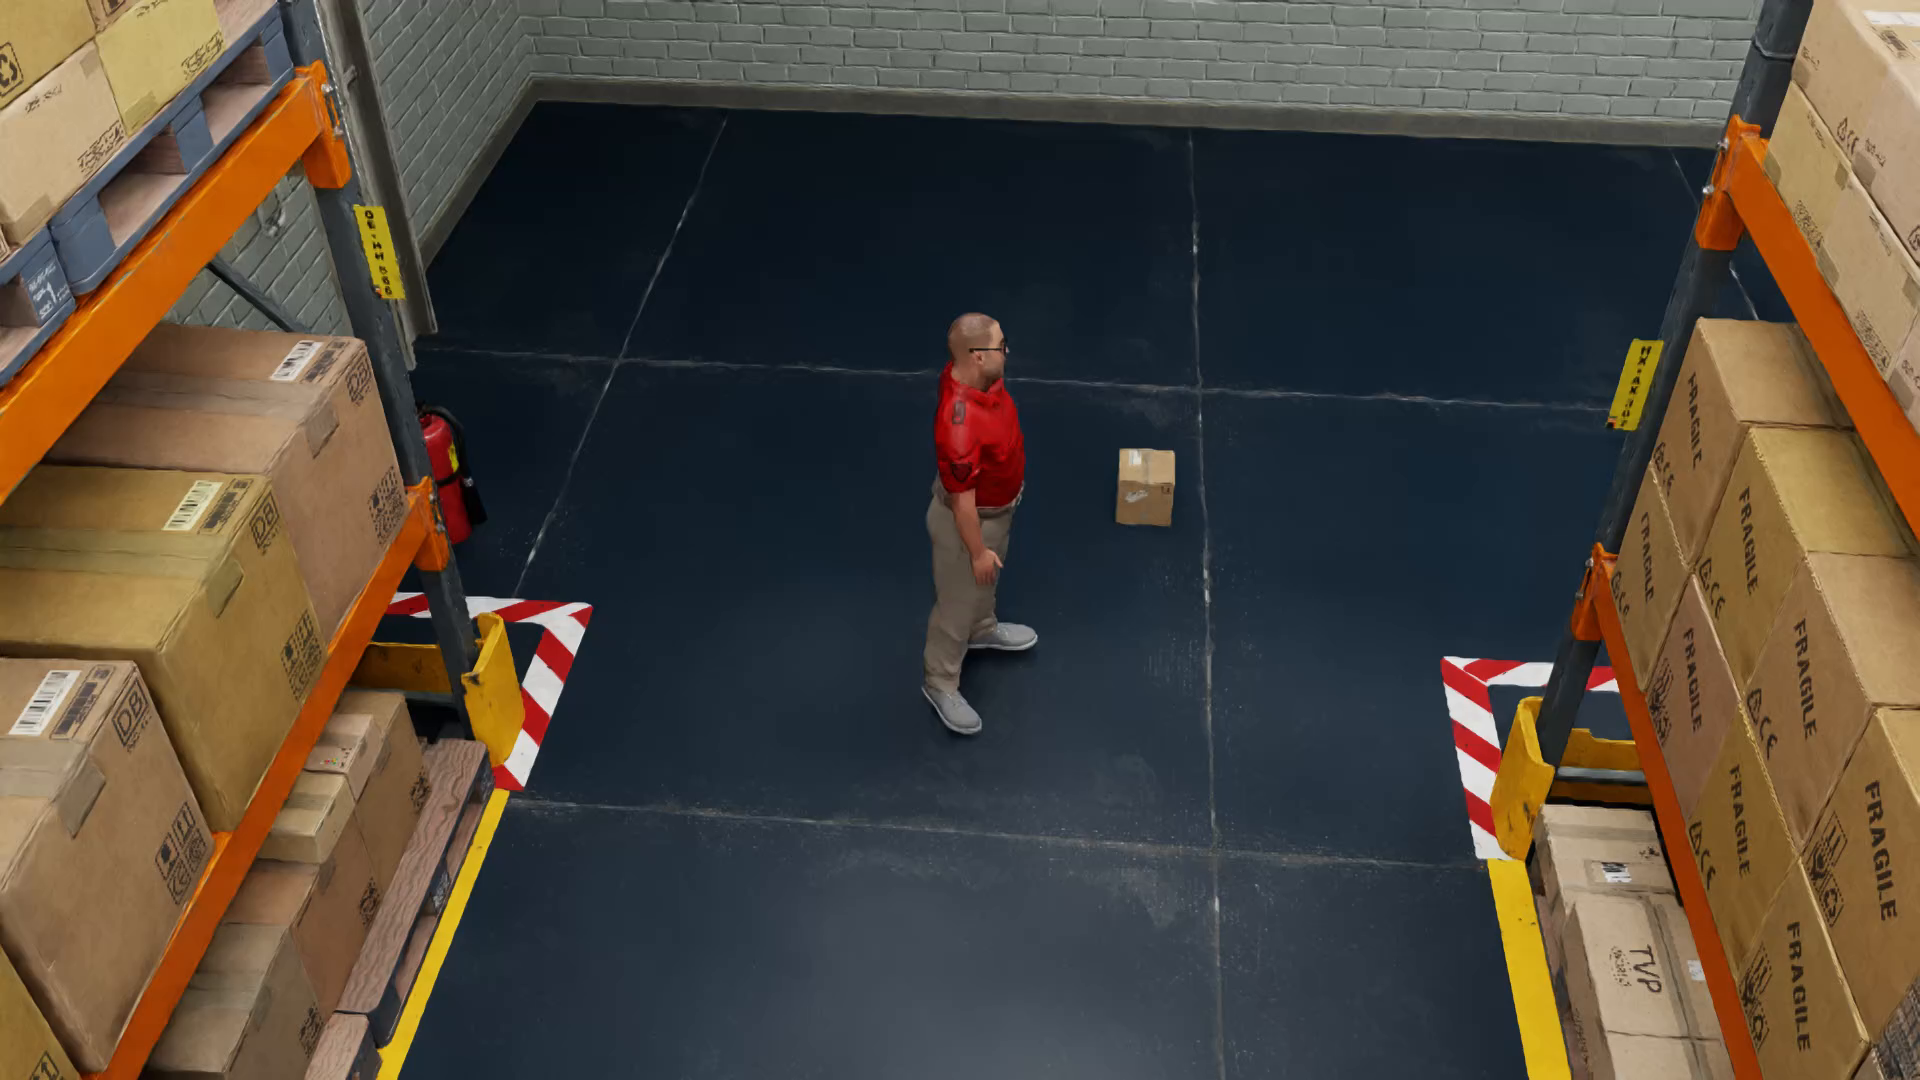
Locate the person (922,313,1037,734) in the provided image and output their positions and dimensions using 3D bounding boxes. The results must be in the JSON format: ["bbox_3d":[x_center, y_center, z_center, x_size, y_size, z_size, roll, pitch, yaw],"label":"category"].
[{"bbox_3d":[0.083,-0.108,6.254,0.422,1.730,0.678,5,40,6],"label":"person"}]
